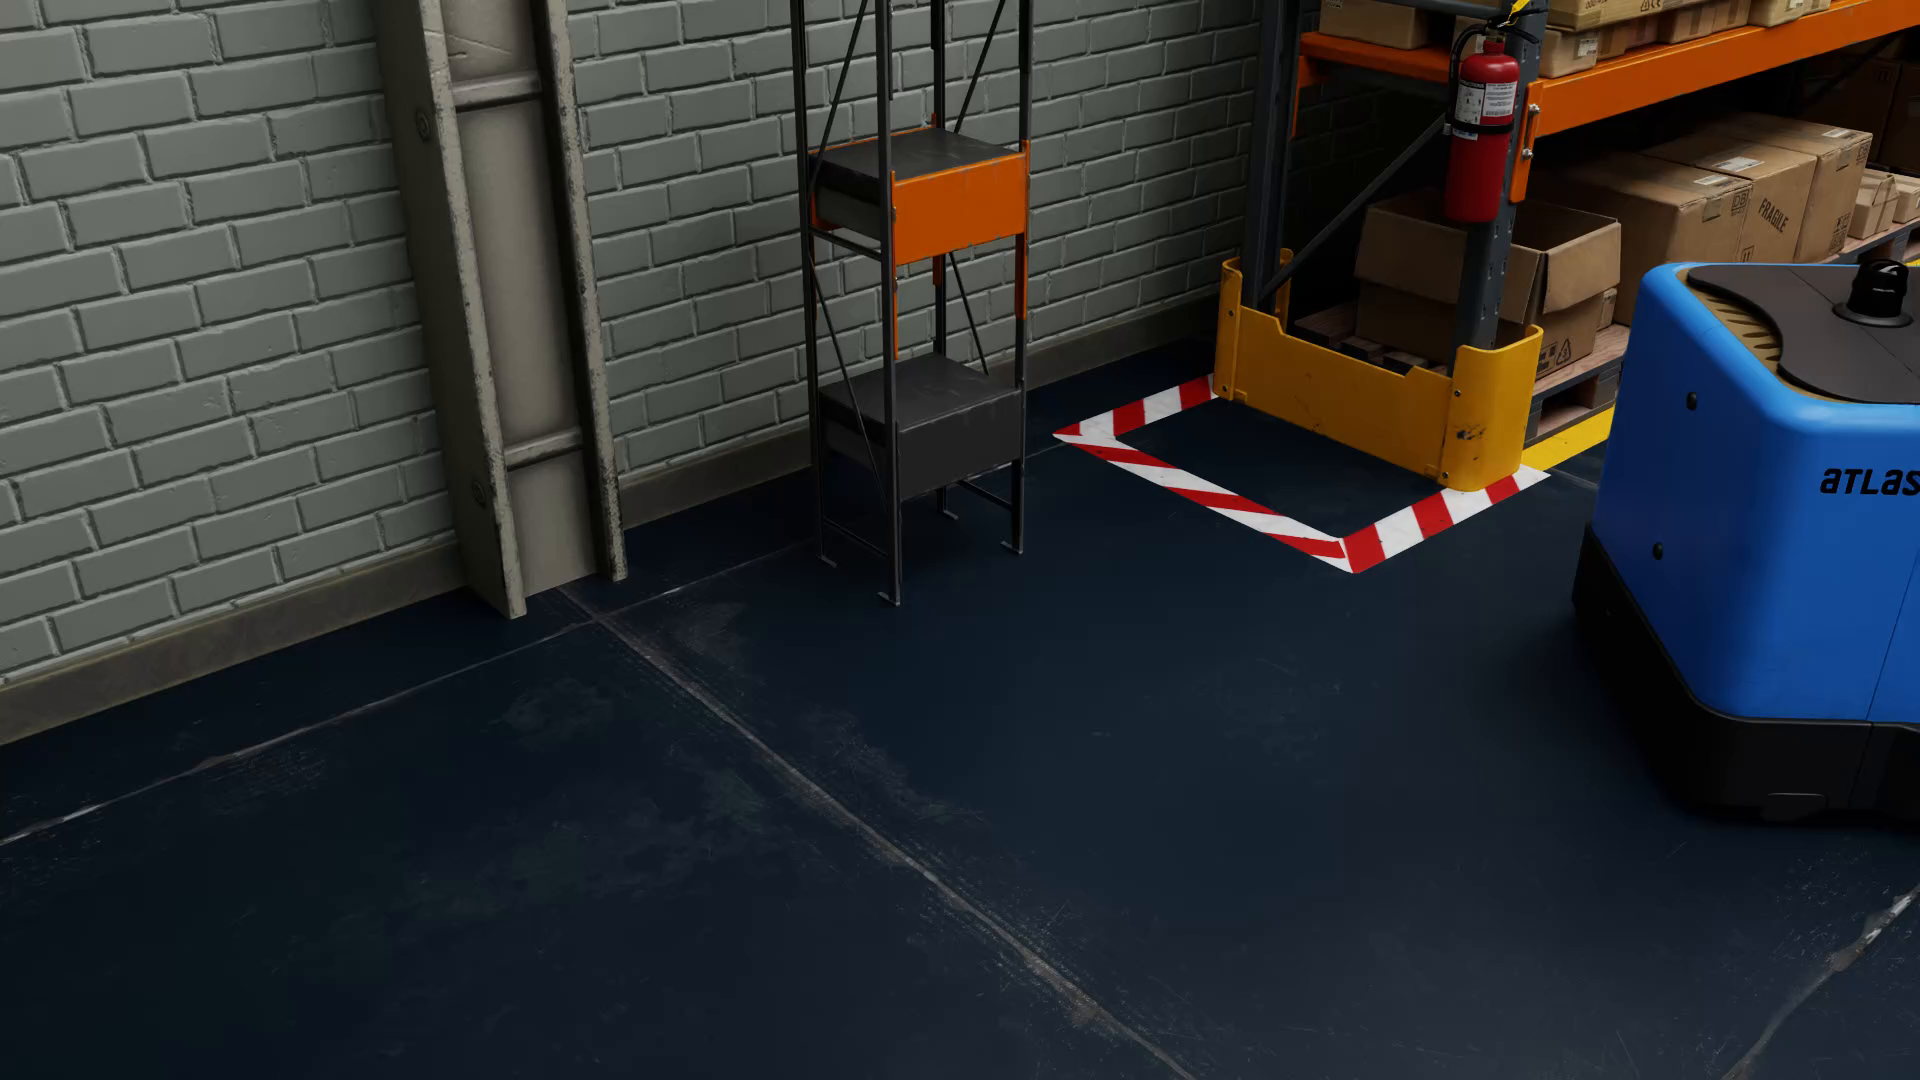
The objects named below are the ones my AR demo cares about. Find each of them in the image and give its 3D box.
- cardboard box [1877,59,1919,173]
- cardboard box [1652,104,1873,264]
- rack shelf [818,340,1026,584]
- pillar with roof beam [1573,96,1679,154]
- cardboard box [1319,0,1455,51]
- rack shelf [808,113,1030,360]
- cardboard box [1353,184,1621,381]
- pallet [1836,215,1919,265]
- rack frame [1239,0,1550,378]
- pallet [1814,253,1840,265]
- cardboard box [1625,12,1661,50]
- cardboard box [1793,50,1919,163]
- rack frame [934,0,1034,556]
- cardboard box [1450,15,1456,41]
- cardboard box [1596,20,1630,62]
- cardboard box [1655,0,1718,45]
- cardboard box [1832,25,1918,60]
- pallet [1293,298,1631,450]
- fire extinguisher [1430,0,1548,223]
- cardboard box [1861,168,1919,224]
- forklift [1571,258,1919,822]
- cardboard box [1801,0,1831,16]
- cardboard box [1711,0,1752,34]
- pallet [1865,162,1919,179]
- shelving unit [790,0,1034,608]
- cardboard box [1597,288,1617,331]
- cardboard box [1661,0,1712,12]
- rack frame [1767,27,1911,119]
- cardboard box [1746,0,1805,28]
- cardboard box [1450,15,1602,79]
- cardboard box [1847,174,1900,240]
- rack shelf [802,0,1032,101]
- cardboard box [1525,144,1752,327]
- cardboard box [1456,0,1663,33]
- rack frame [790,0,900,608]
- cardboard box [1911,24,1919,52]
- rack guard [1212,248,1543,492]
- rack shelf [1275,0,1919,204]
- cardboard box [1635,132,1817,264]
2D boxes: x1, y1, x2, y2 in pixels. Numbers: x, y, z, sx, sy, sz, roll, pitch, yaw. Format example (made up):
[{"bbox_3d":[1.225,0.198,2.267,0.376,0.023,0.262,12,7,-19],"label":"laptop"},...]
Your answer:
[{"bbox_3d":[4.940,-2.082,8.171,0.500,0.500,0.500,-20,34,-33],"label":"cardboard box"},{"bbox_3d":[3.375,-1.510,7.099,0.500,0.500,0.700,-23,36,-37],"label":"cardboard box"},{"bbox_3d":[-0.126,-0.246,4.997,0.480,0.518,0.431,-22,35,-35],"label":"rack shelf"},{"bbox_3d":[6.105,-4.145,3.458,0.400,9.000,9.100,-22,35,-35],"label":"pillar with roof beam"},{"bbox_3d":[1.461,-1.796,5.694,0.250,0.149,0.380,-22,35,-35],"label":"cardboard box"},{"bbox_3d":[-0.126,-0.863,4.667,0.480,0.518,0.431,-22,35,-35],"label":"rack shelf"},{"bbox_3d":[1.910,-0.946,6.041,0.637,0.503,0.797,-24,36,-37],"label":"cardboard box"},{"bbox_3d":[3.903,-1.493,7.819,1.213,0.211,1.003,-22,35,-35],"label":"pallet"},{"bbox_3d":[1.383,-1.709,5.265,0.127,3.000,1.000,-22,35,-35],"label":"rack frame"},{"bbox_3d":[2.974,-1.117,7.117,1.213,0.211,1.003,-22,35,-35],"label":"pallet"},{"bbox_3d":[2.152,-1.787,5.679,0.250,0.149,0.380,-22,35,-36],"label":"cardboard box"},{"bbox_3d":[4.607,-2.271,8.524,0.500,0.500,0.500,-22,35,-35],"label":"cardboard box"},{"bbox_3d":[0.060,-0.950,4.800,0.015,2.100,0.400,-22,35,-35],"label":"rack frame"},{"bbox_3d":[1.694,-1.851,5.798,0.250,0.149,0.380,-21,34,-34],"label":"cardboard box"},{"bbox_3d":[1.974,-1.694,5.505,0.250,0.149,0.380,-21,35,-34],"label":"cardboard box"},{"bbox_3d":[2.384,-1.843,5.782,0.250,0.149,0.380,-21,34,-33],"label":"cardboard box"},{"bbox_3d":[4.519,-2.517,8.296,0.250,0.149,0.380,-24,36,-37],"label":"cardboard box"},{"bbox_3d":[2.046,-0.746,6.423,1.213,0.211,1.003,-22,35,-35],"label":"pallet"},{"bbox_3d":[1.571,-1.299,4.977,0.183,0.674,0.296,-22,35,-35],"label":"fire extinguisher"},{"bbox_3d":[4.193,-1.585,7.612,0.250,0.149,0.380,-23,36,-36],"label":"cardboard box"},{"bbox_3d":[3.245,-0.817,3.668,3.031,2.935,1.130,1,28,2],"label":"forklift"},{"bbox_3d":[3.010,-2.064,6.197,0.250,0.149,0.380,-21,35,-34],"label":"cardboard box"},{"bbox_3d":[2.582,-1.926,5.938,0.250,0.149,0.380,-21,35,-34],"label":"cardboard box"},{"bbox_3d":[5.020,-1.965,8.703,1.213,0.211,1.003,-22,35,-35],"label":"pallet"},{"bbox_3d":[-0.126,-0.875,4.660,0.503,2.100,0.431,-22,35,-35],"label":"shelving unit"},{"bbox_3d":[2.258,-0.906,6.341,0.250,0.149,0.380,-24,36,-37],"label":"cardboard box"},{"bbox_3d":[2.286,-1.970,5.598,0.500,0.250,0.500,-21,35,-34],"label":"cardboard box"},{"bbox_3d":[4.426,-2.932,7.555,0.127,3.000,1.000,-22,35,-35],"label":"rack frame"},{"bbox_3d":[2.823,-1.976,6.032,0.250,0.149,0.380,-23,36,-36],"label":"cardboard box"},{"bbox_3d":[1.811,-1.600,5.328,0.250,0.149,0.380,-22,35,-35],"label":"cardboard box"},{"bbox_3d":[3.921,-1.527,7.380,0.258,0.266,0.396,-20,34,-33],"label":"cardboard box"},{"bbox_3d":[-0.126,-1.481,4.337,0.480,0.518,0.431,-22,35,-35],"label":"rack shelf"},{"bbox_3d":[2.585,-1.192,6.505,0.500,0.500,0.700,-20,34,-33],"label":"cardboard box"},{"bbox_3d":[1.903,-1.816,5.309,0.500,0.250,0.500,-22,35,-35],"label":"cardboard box"},{"bbox_3d":[-0.312,-0.801,4.521,0.015,2.100,0.400,-22,35,-35],"label":"rack frame"},{"bbox_3d":[4.715,-2.600,8.450,0.250,0.149,0.380,-22,35,-35],"label":"cardboard box"},{"bbox_3d":[1.441,-0.630,5.898,0.348,0.500,1.175,-22,35,-35],"label":"rack guard"},{"bbox_3d":[2.904,-2.003,6.579,4.000,0.370,1.077,-22,35,-35],"label":"rack shelf"},{"bbox_3d":[3.052,-1.318,6.740,0.500,0.500,0.500,-21,35,-34],"label":"cardboard box"}]
